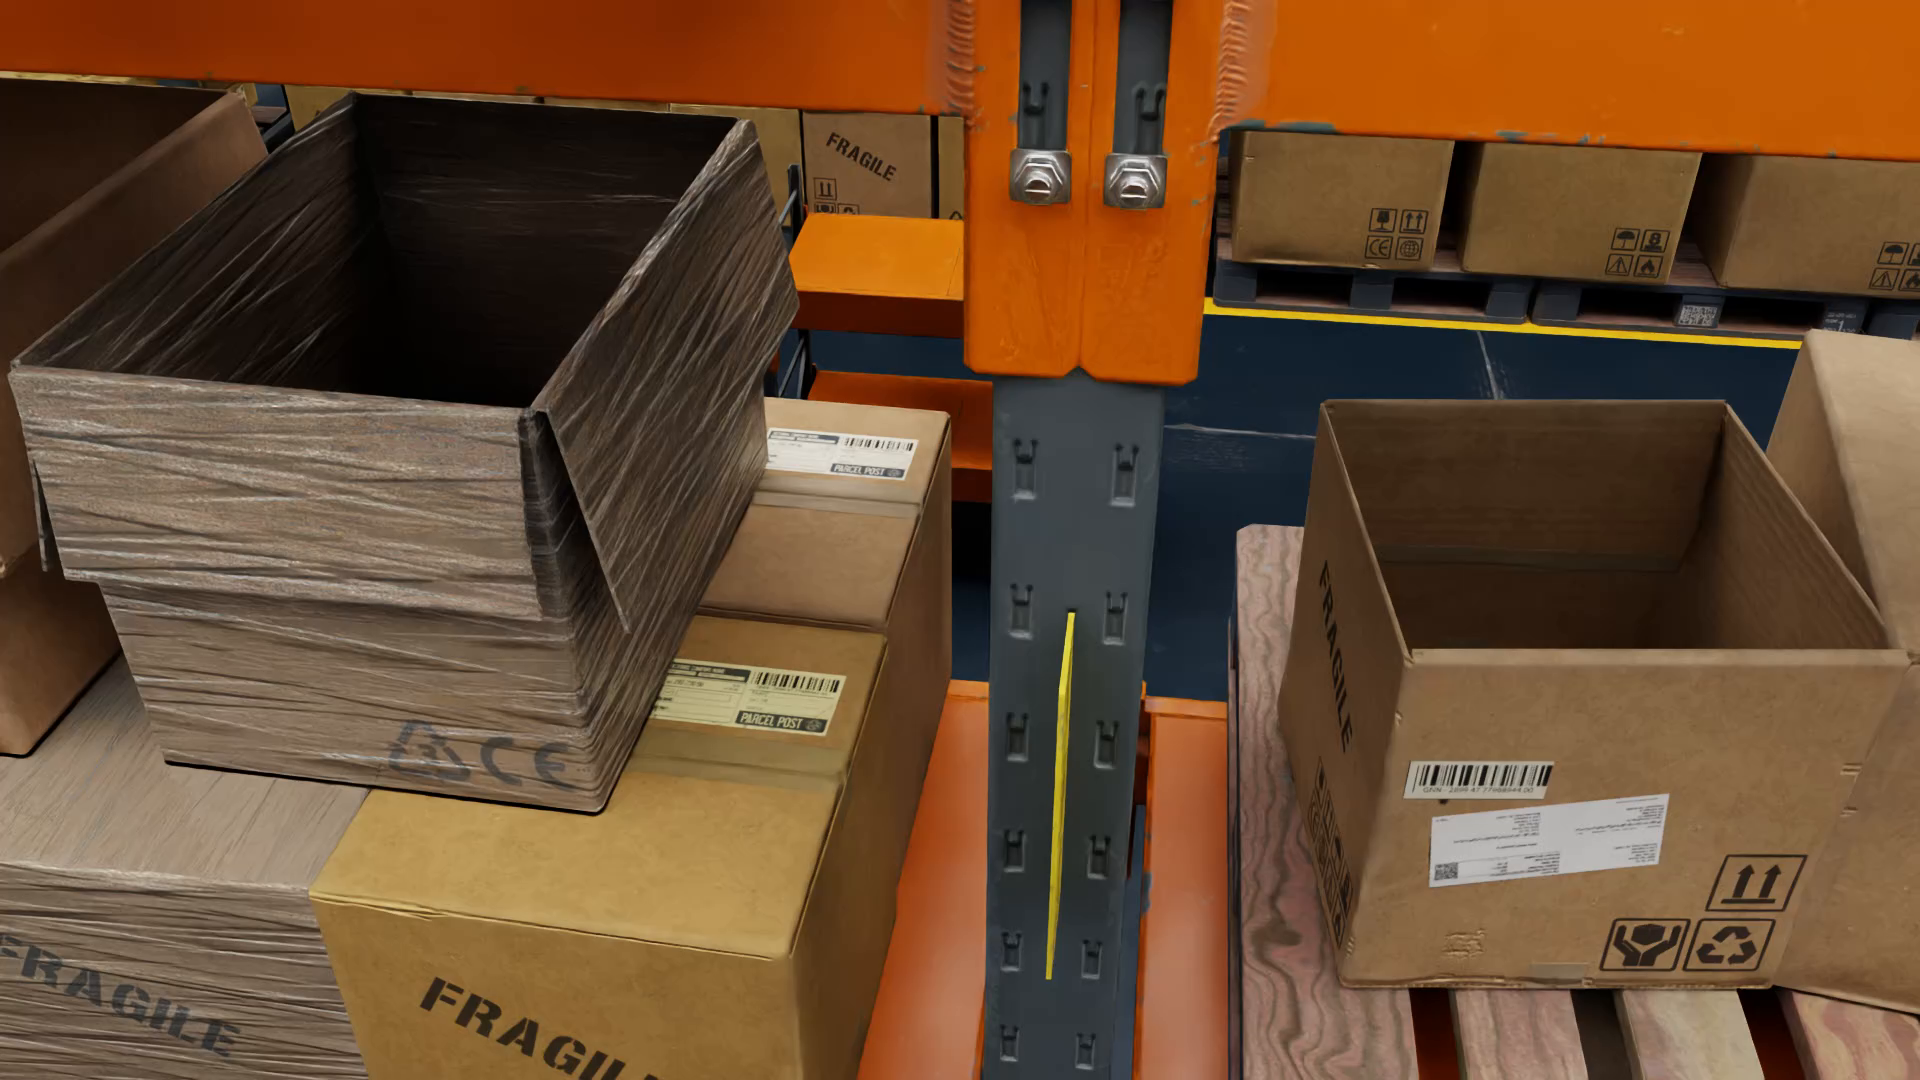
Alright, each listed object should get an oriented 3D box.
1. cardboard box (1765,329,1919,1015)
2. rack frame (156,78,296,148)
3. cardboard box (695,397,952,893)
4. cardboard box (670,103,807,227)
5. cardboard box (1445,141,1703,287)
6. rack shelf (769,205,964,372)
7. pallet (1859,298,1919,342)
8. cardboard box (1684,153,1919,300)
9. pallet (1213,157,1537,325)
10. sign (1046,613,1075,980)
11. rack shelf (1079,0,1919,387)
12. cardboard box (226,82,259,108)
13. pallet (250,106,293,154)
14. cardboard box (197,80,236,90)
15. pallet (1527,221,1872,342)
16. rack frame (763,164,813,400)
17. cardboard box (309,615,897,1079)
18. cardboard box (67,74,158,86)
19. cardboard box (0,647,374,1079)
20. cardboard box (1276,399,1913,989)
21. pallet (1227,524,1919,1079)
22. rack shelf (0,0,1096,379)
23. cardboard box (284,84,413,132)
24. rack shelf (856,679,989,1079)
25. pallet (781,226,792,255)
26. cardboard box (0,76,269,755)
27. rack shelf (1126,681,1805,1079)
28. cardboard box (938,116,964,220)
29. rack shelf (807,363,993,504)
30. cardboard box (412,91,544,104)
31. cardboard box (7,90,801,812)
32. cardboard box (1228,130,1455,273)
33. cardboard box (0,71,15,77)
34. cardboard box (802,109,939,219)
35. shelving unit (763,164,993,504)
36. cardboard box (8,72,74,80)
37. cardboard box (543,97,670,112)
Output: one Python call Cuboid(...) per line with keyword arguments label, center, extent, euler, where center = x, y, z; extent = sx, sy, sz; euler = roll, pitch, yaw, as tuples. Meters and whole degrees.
Cuboid(label="cardboard box", center=(1.257, 0.157, 2.001), extent=(0.500, 0.500, 0.700), euler=(9, 37, 13))
Cuboid(label="rack frame", center=(-3.086, -2.778, 6.561), extent=(0.127, 3.000, 1.000), euler=(4, 36, 6))
Cuboid(label="cardboard box", center=(-0.298, 0.134, 2.393), extent=(0.500, 0.500, 0.500), euler=(5, 36, 7))
Cuboid(label="cardboard box", center=(-0.846, -1.604, 6.706), extent=(0.500, 0.500, 0.500), euler=(3, 36, 4))
Cuboid(label="cardboard box", center=(2.342, -1.578, 6.454), extent=(0.750, 0.750, 1.050), euler=(5, 36, 7))
Cuboid(label="rack shelf", center=(-0.007, -0.697, 4.754), extent=(1.000, 0.278, 0.538), euler=(4, 36, 6))
Cuboid(label="pallet", center=(4.074, -1.065, 6.561), extent=(1.213, 0.211, 1.003), euler=(4, 36, 6))
Cuboid(label="cardboard box", center=(3.265, -1.509, 6.358), extent=(0.750, 0.750, 1.050), euler=(4, 36, 6))
Cuboid(label="pallet", center=(1.654, -1.246, 6.814), extent=(1.213, 0.211, 1.003), euler=(4, 36, 6))
Cuboid(label="sign", center=(0.082, 0.217, 1.368), extent=(0.005, 0.325, 0.100), euler=(4, 36, 6))
Cuboid(label="rack shelf", center=(2.133, -0.412, 1.283), extent=(4.000, 0.370, 1.077), euler=(4, 36, 6))
Cuboid(label="cardboard box", center=(-3.406, -2.001, 7.564), extent=(0.250, 0.149, 0.380), euler=(3, 36, 4))
Cuboid(label="pallet", center=(-3.757, -1.673, 7.412), extent=(1.213, 0.211, 1.003), euler=(4, 36, 6))
Cuboid(label="cardboard box", center=(-3.405, -2.121, 7.477), extent=(0.250, 0.149, 0.380), euler=(6, 36, 8))
Cuboid(label="pallet", center=(2.860, -1.154, 6.685), extent=(1.213, 0.211, 1.003), euler=(4, 36, 6))
Cuboid(label="rack frame", center=(-0.511, -0.496, 4.977), extent=(0.032, 1.125, 0.500), euler=(4, 36, 6))
Cuboid(label="cardboard box", center=(-0.372, 0.433, 1.975), extent=(0.500, 0.500, 0.500), euler=(5, 36, 7))
Cuboid(label="cardboard box", center=(-3.472, -1.908, 6.921), extent=(0.250, 0.149, 0.380), euler=(5, 36, 7))
Cuboid(label="cardboard box", center=(-0.865, 0.393, 2.031), extent=(0.500, 0.500, 0.500), euler=(4, 36, 6))
Cuboid(label="cardboard box", center=(0.690, 0.173, 1.978), extent=(0.500, 0.500, 0.500), euler=(0, 36, 0))
Cuboid(label="pallet", center=(0.870, 0.437, 2.220), extent=(1.003, 0.211, 1.213), euler=(4, 36, 6))
Cuboid(label="rack shelf", center=(-1.834, -0.708, 1.697), extent=(4.000, 0.370, 1.077), euler=(4, 36, 6))
Cuboid(label="cardboard box", center=(-2.387, -1.724, 6.874), extent=(0.500, 0.500, 0.500), euler=(6, 36, 8))
Cuboid(label="rack shelf", center=(-1.834, 0.513, 2.569), extent=(4.000, 0.370, 1.077), euler=(4, 36, 6))
Cuboid(label="pallet", center=(-1.100, -1.498, 7.167), extent=(1.213, 0.211, 1.003), euler=(4, 36, 6))
Cuboid(label="cardboard box", center=(-1.220, -0.194, 1.991), extent=(0.637, 0.503, 0.797), euler=(5, 36, 7))
Cuboid(label="rack shelf", center=(2.133, 0.809, 2.154), extent=(4.000, 0.370, 1.077), euler=(4, 36, 6))
Cuboid(label="cardboard box", center=(0.195, -1.534, 6.608), extent=(0.500, 0.500, 0.500), euler=(4, 36, 6))
Cuboid(label="rack shelf", center=(-0.007, -0.259, 5.066), extent=(1.000, 0.278, 0.538), euler=(4, 36, 6))
Cuboid(label="cardboard box", center=(-1.862, -1.686, 6.821), extent=(0.500, 0.500, 0.500), euler=(6, 36, 8))
Cuboid(label="cardboard box", center=(-0.574, -0.145, 1.921), extent=(0.637, 0.503, 0.797), euler=(5, 36, 8))
Cuboid(label="cardboard box", center=(1.474, -1.641, 6.542), extent=(0.750, 0.750, 1.050), euler=(4, 36, 5))
Cuboid(label="cardboard box", center=(-3.978, -1.918, 6.936), extent=(0.250, 0.149, 0.380), euler=(4, 36, 6))
Cuboid(label="cardboard box", center=(-0.319, -1.575, 6.664), extent=(0.500, 0.500, 0.500), euler=(6, 36, 8))
Cuboid(label="shelving unit", center=(-0.007, -0.458, 4.924), extent=(1.048, 1.125, 0.538), euler=(4, 36, 6))
Cuboid(label="cardboard box", center=(-3.731, -1.904, 6.916), extent=(0.250, 0.149, 0.380), euler=(5, 36, 7))
Cuboid(label="cardboard box", center=(-1.341, -1.655, 6.778), extent=(0.500, 0.500, 0.500), euler=(5, 36, 7))
